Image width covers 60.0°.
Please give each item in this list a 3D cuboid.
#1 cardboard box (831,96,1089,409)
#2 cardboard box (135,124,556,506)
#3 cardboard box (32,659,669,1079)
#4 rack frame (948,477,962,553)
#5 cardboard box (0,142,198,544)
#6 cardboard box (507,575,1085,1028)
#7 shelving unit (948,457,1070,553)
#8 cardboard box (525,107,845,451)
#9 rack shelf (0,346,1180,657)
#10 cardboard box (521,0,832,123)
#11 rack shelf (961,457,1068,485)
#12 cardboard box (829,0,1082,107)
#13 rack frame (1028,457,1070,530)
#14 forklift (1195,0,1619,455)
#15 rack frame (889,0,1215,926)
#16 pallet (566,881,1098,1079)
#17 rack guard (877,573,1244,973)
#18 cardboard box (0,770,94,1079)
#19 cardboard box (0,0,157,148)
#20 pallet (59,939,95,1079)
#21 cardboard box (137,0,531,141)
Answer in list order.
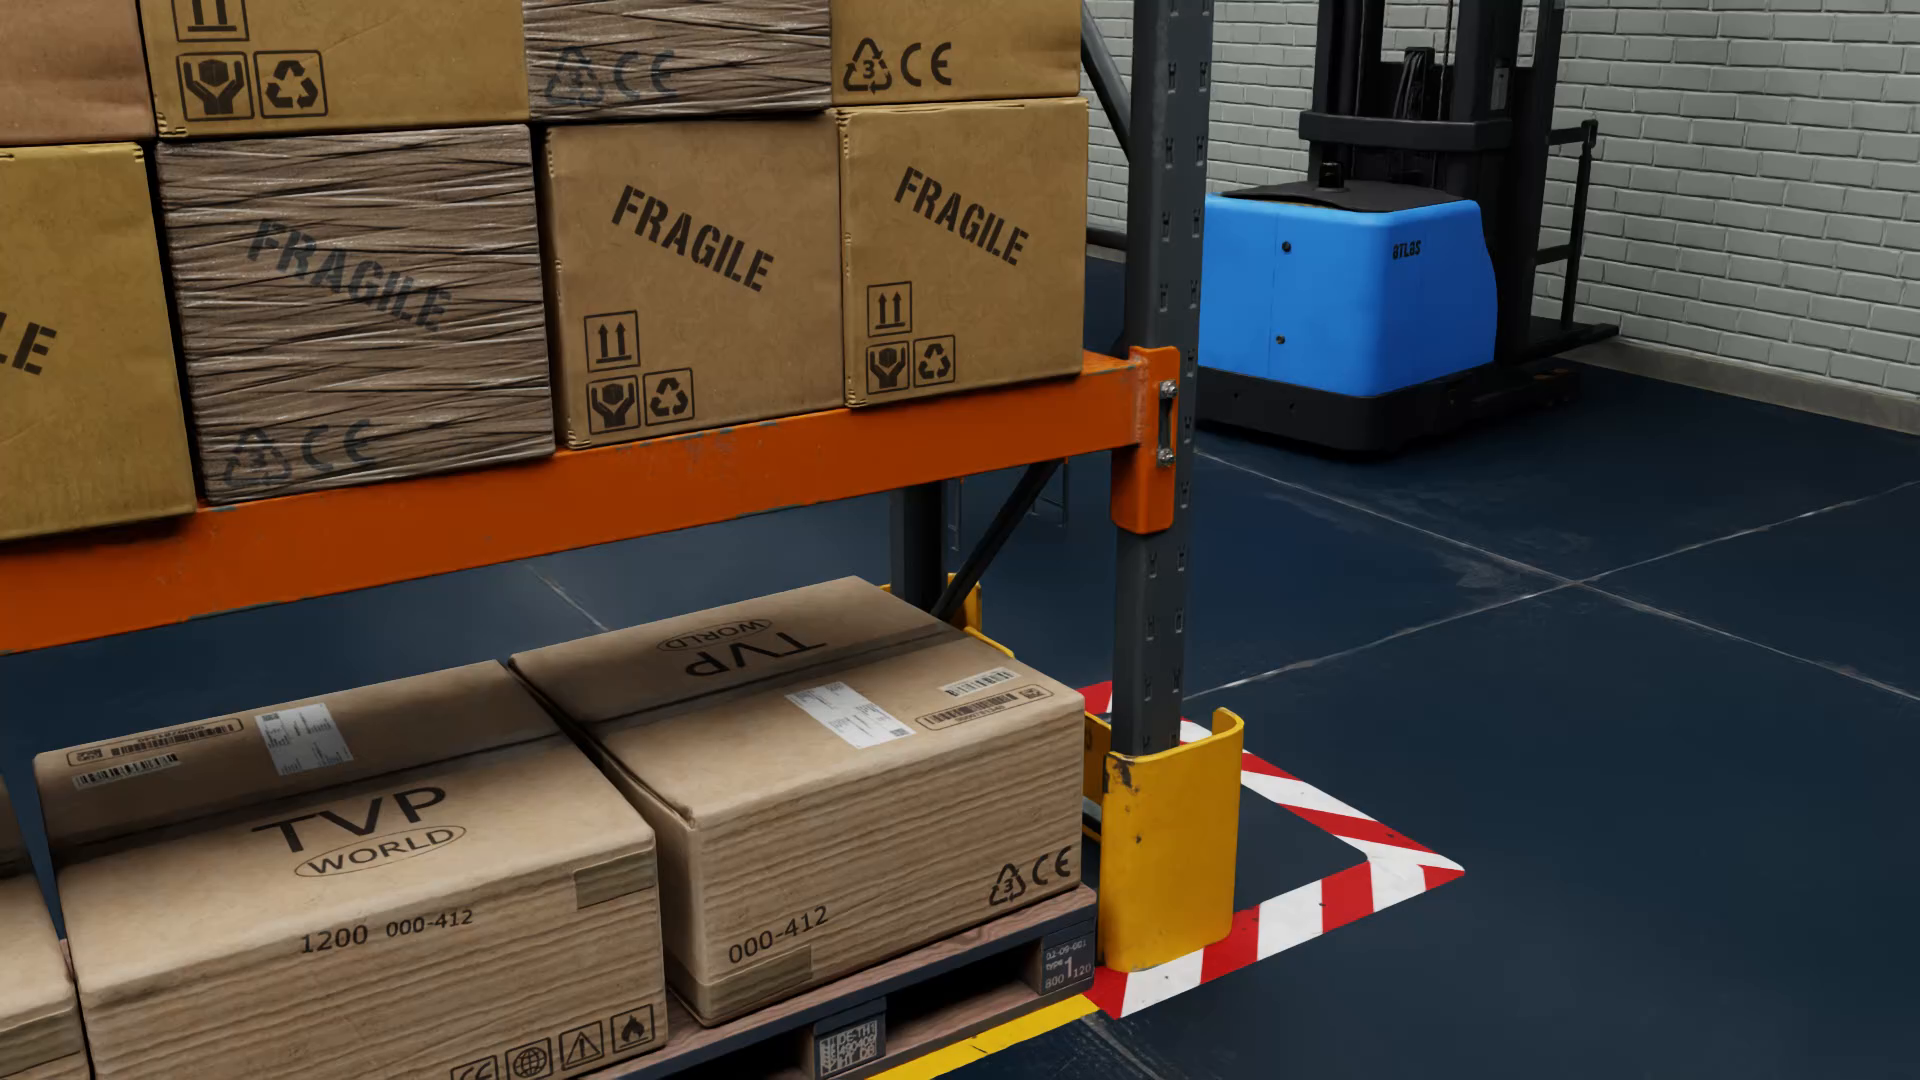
[{"bbox_3d":[-0.113,-0.569,3.087,0.500,0.500,0.500,-12,22,-31],"label":"cardboard box"},{"bbox_3d":[-0.965,-0.391,2.561,0.500,0.500,0.500,-11,22,-30],"label":"cardboard box"},{"bbox_3d":[-1.112,0.644,3.000,0.875,0.438,0.875,-11,22,-30],"label":"cardboard box"},{"bbox_3d":[-0.066,-0.555,6.012,0.015,1.200,0.240,-12,22,-31],"label":"rack frame"},{"bbox_3d":[-1.389,-0.296,2.282,0.500,0.500,0.500,-11,22,-30],"label":"cardboard box"},{"bbox_3d":[-0.352,0.481,3.484,0.875,0.438,0.875,-13,23,-33],"label":"cardboard box"},{"bbox_3d":[0.138,-0.598,6.139,0.503,1.200,0.258,-12,22,-31],"label":"shelving unit"},{"bbox_3d":[-0.540,-0.484,2.837,0.500,0.500,0.500,-12,22,-33],"label":"cardboard box"},{"bbox_3d":[-1.526,0.016,2.637,4.000,0.370,1.077,-12,22,-31],"label":"rack shelf"},{"bbox_3d":[-0.548,-0.949,2.652,0.500,0.500,0.500,-12,22,-31],"label":"cardboard box"},{"bbox_3d":[0.138,-0.346,6.224,0.480,0.148,0.258,-12,22,-31],"label":"rack shelf"},{"bbox_3d":[-0.127,-1.049,2.948,0.500,0.500,0.500,-11,22,-30],"label":"cardboard box"},{"bbox_3d":[0.342,-0.641,6.266,0.015,1.200,0.240,-12,22,-31],"label":"rack frame"},{"bbox_3d":[2.451,-2.141,8.002,3.031,2.935,1.130,-17,25,-41],"label":"forklift"},{"bbox_3d":[0.144,-0.677,3.563,0.127,3.000,1.000,-12,22,-31],"label":"rack frame"},{"bbox_3d":[-0.480,0.806,3.532,1.213,0.211,1.003,-12,22,-31],"label":"pallet"},{"bbox_3d":[0.164,0.503,3.976,0.348,0.500,1.175,-12,22,-31],"label":"rack guard"},{"bbox_3d":[-1.866,0.803,2.532,0.875,0.438,0.875,-13,22,-33],"label":"cardboard box"},{"bbox_3d":[-1.383,-0.775,2.137,0.500,0.500,0.500,-12,22,-32],"label":"cardboard box"},{"bbox_3d":[-1.498,1.019,2.900,1.213,0.211,1.003,-12,22,-31],"label":"pallet"},{"bbox_3d":[-0.962,-0.863,2.397,0.500,0.500,0.500,-12,22,-32],"label":"cardboard box"}]
